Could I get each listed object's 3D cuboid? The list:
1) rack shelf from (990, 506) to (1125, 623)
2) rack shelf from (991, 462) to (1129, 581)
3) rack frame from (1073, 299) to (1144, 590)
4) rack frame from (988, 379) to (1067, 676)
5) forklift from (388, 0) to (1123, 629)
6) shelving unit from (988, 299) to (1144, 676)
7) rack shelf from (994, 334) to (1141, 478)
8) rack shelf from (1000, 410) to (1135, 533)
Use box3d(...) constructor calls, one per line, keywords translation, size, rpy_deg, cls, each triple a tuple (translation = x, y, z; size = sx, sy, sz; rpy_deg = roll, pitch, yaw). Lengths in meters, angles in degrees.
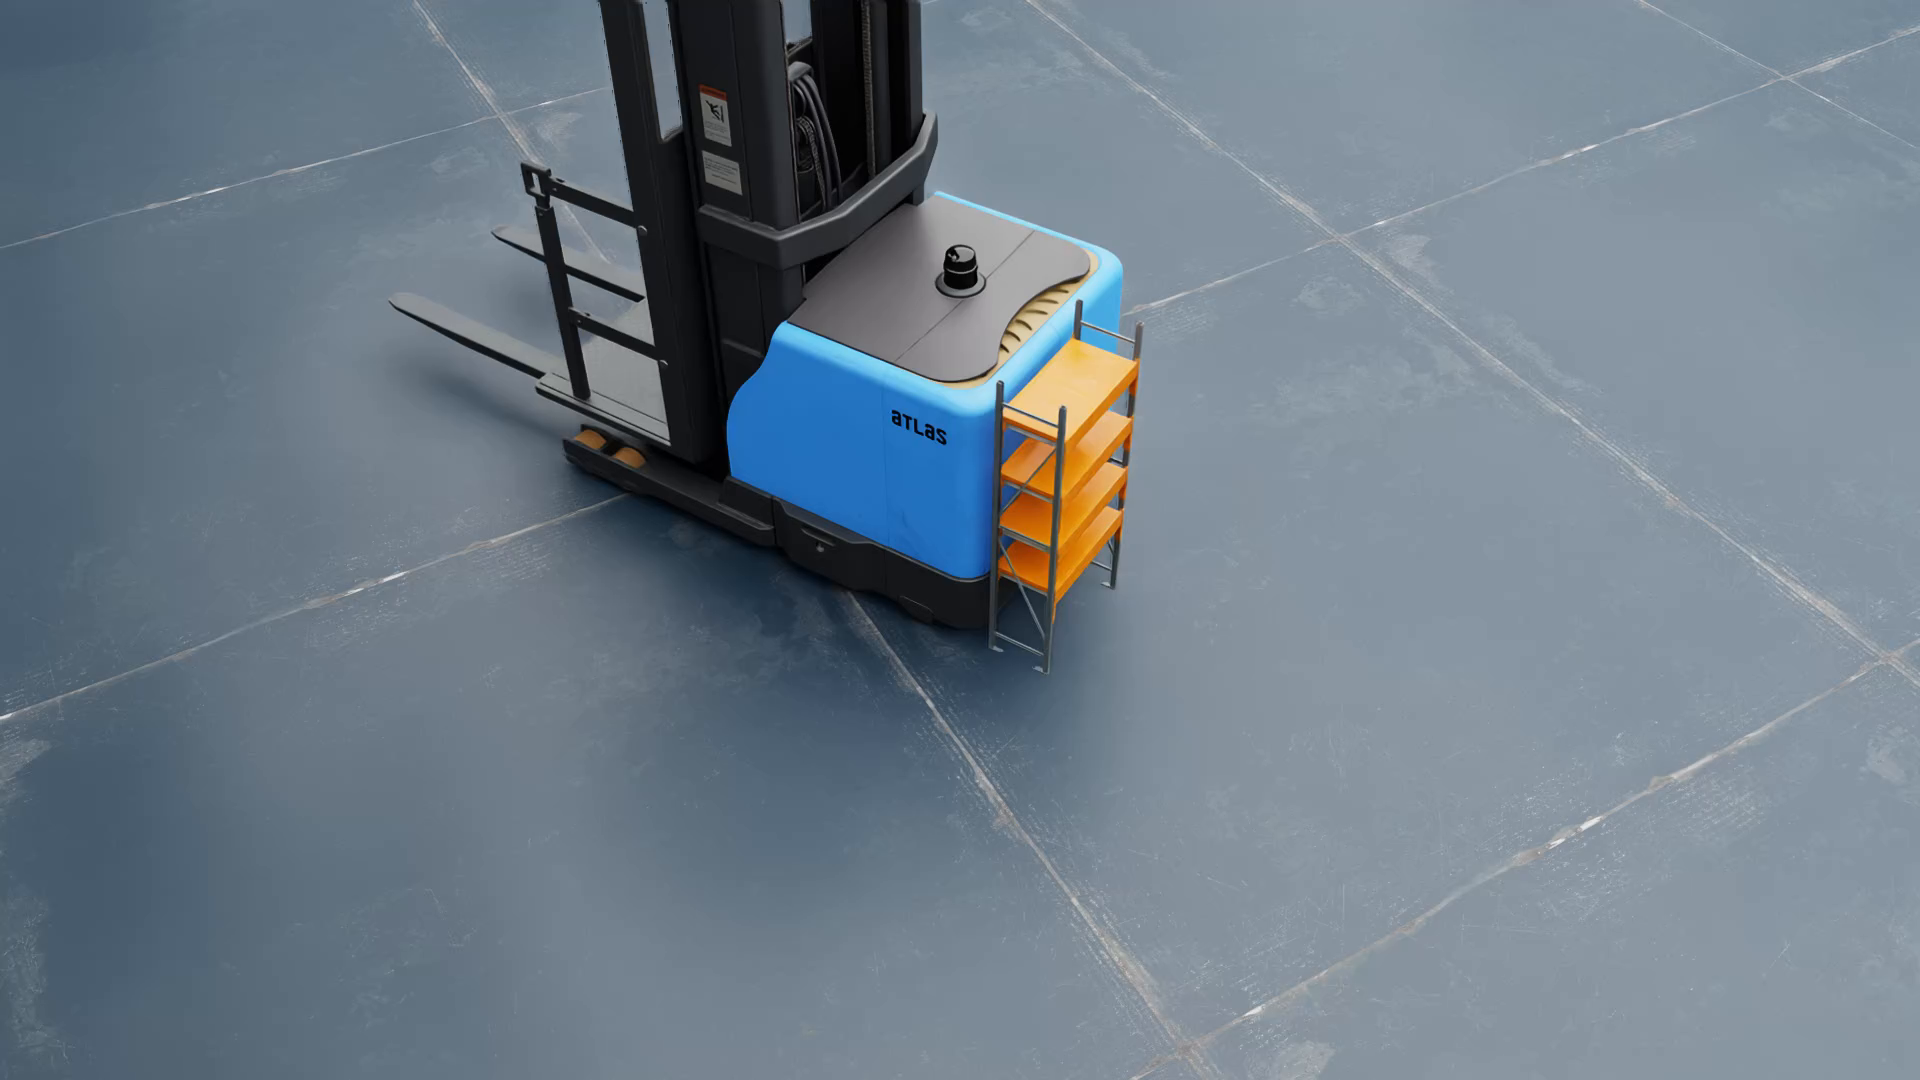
box3d(translation=(0.338, 0.039, 5.729), size=(0.258, 0.148, 0.480), rpy_deg=(24, 49, 22), cls="rack shelf")
box3d(translation=(0.340, -0.103, 5.590), size=(0.258, 0.148, 0.480), rpy_deg=(24, 49, 22), cls="rack shelf")
box3d(translation=(0.470, -0.295, 5.691), size=(0.240, 1.200, 0.015), rpy_deg=(24, 49, 22), cls="rack frame")
box3d(translation=(0.210, -0.008, 5.395), size=(0.240, 1.200, 0.015), rpy_deg=(24, 49, 22), cls="rack frame")
box3d(translation=(-0.941, -1.531, 5.723), size=(3.031, 2.935, 1.130), rpy_deg=(24, 49, 23), cls="forklift")
box3d(translation=(0.340, -0.151, 5.543), size=(0.258, 1.200, 0.503), rpy_deg=(24, 49, 22), cls="shelving unit")
box3d(translation=(0.343, -0.432, 5.268), size=(0.258, 0.148, 0.480), rpy_deg=(24, 49, 22), cls="rack shelf")
box3d(translation=(0.341, -0.263, 5.433), size=(0.258, 0.148, 0.480), rpy_deg=(24, 49, 22), cls="rack shelf")
